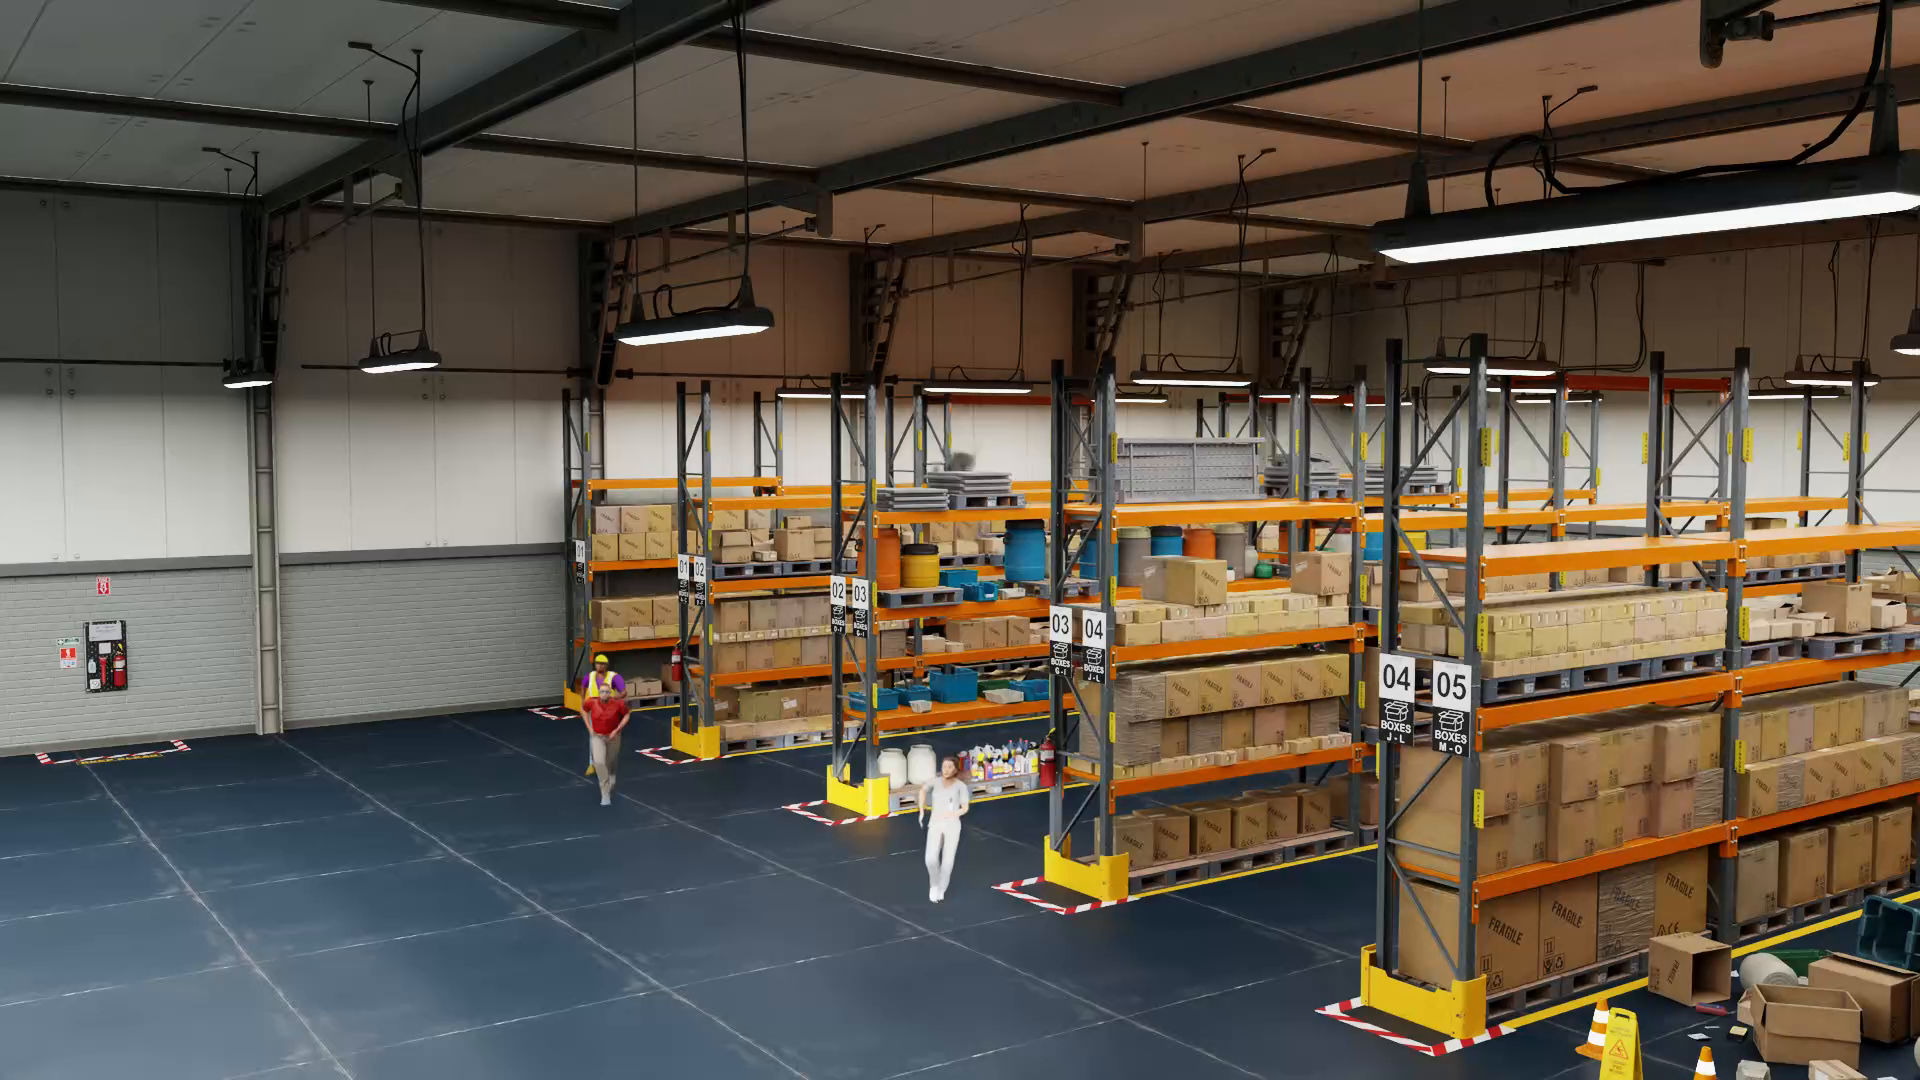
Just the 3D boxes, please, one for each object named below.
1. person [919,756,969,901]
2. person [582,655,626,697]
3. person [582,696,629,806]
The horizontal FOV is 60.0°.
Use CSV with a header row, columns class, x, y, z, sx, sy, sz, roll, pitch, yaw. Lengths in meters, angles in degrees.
class,x,y,z,sx,sy,sz,roll,pitch,yaw
person,-0.178,3.166,18.254,0.569,1.616,0.575,0,4,4
person,-5.461,2.191,25.470,0.673,0.898,0.450,0,4,-7
person,-4.995,2.918,23.519,0.648,1.563,0.993,0,4,-6
